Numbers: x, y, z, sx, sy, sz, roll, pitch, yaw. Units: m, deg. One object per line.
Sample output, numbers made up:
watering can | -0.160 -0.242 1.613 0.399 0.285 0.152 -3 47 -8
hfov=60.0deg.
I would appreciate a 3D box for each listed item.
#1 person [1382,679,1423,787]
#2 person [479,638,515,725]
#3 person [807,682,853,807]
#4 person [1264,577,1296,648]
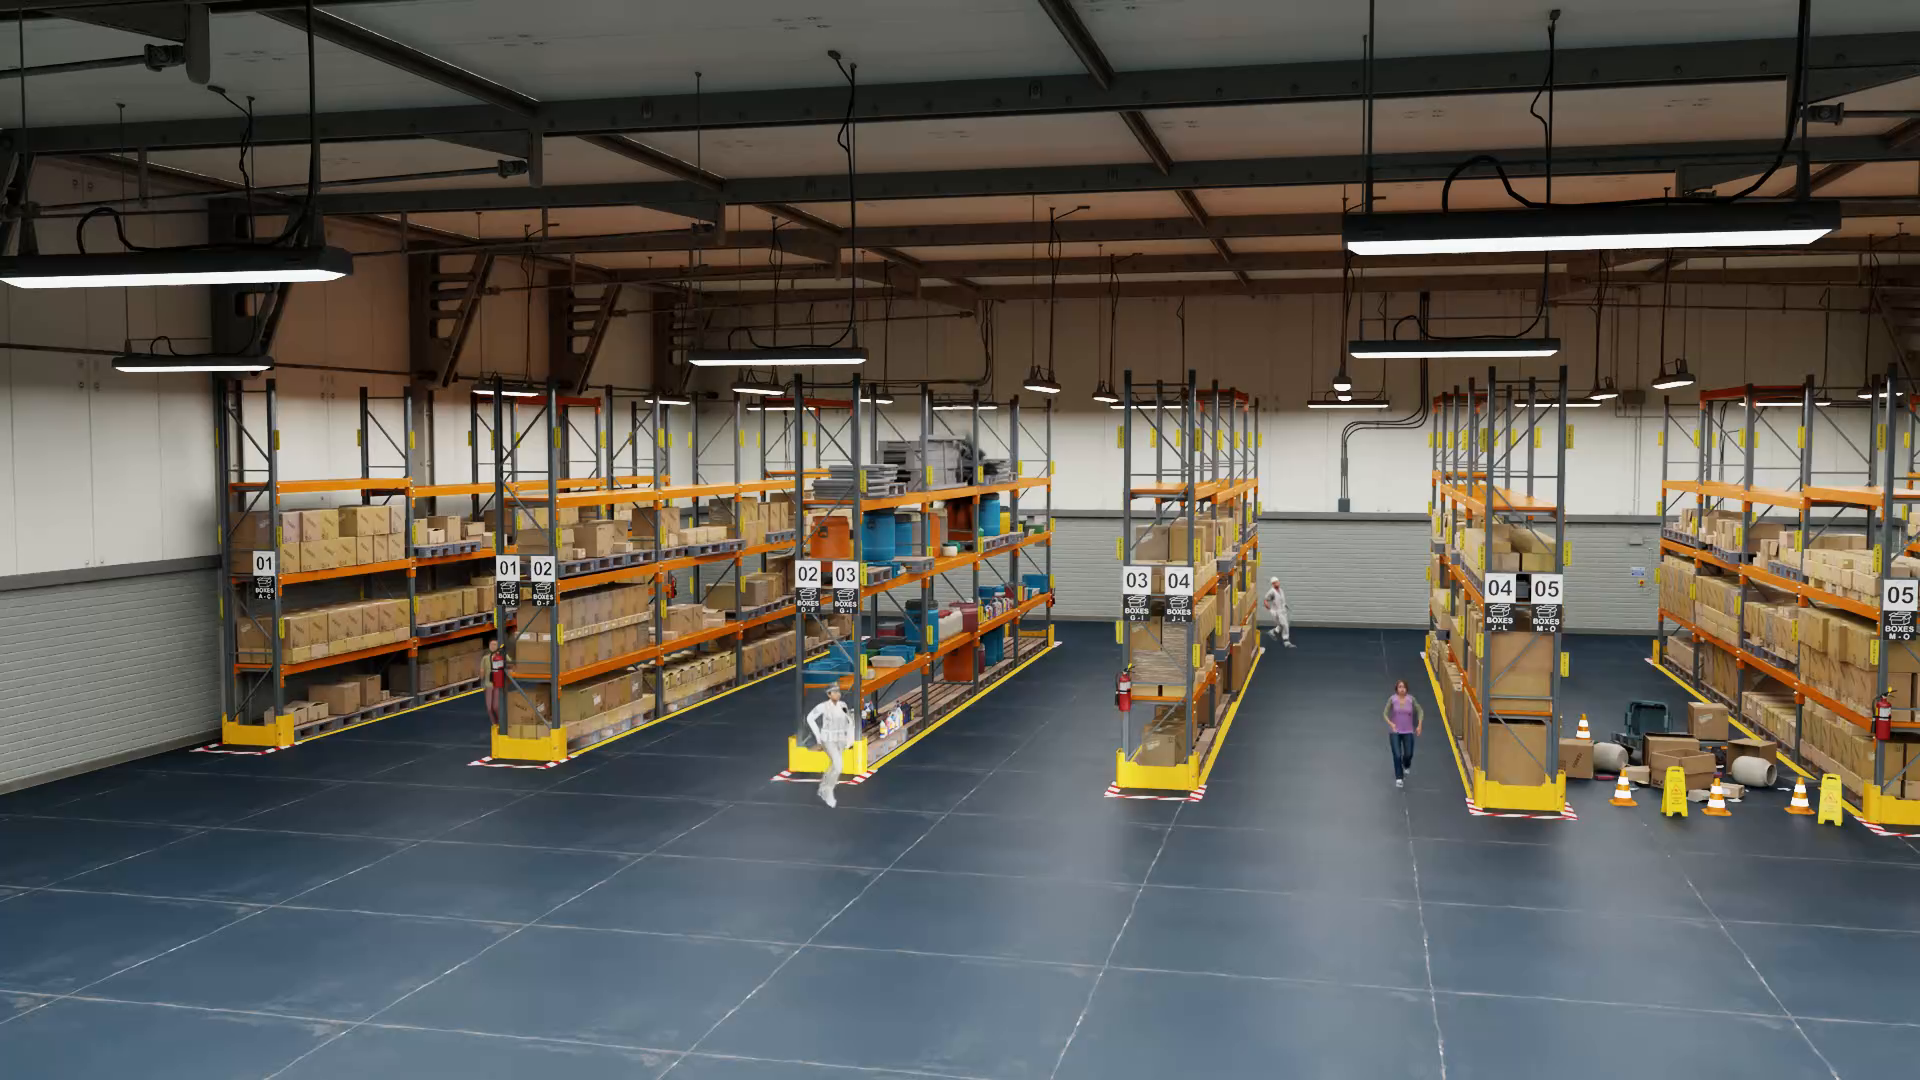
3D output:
person | 6.382 2.784 23.973 0.584 1.558 0.567 1 3 11
person | -7.891 2.485 28.172 0.570 1.627 0.526 0 3 3
person | -1.735 2.790 22.851 0.588 1.716 0.679 -3 5 -42
person | 7.623 1.743 39.965 0.713 1.724 0.784 -3 5 -44
